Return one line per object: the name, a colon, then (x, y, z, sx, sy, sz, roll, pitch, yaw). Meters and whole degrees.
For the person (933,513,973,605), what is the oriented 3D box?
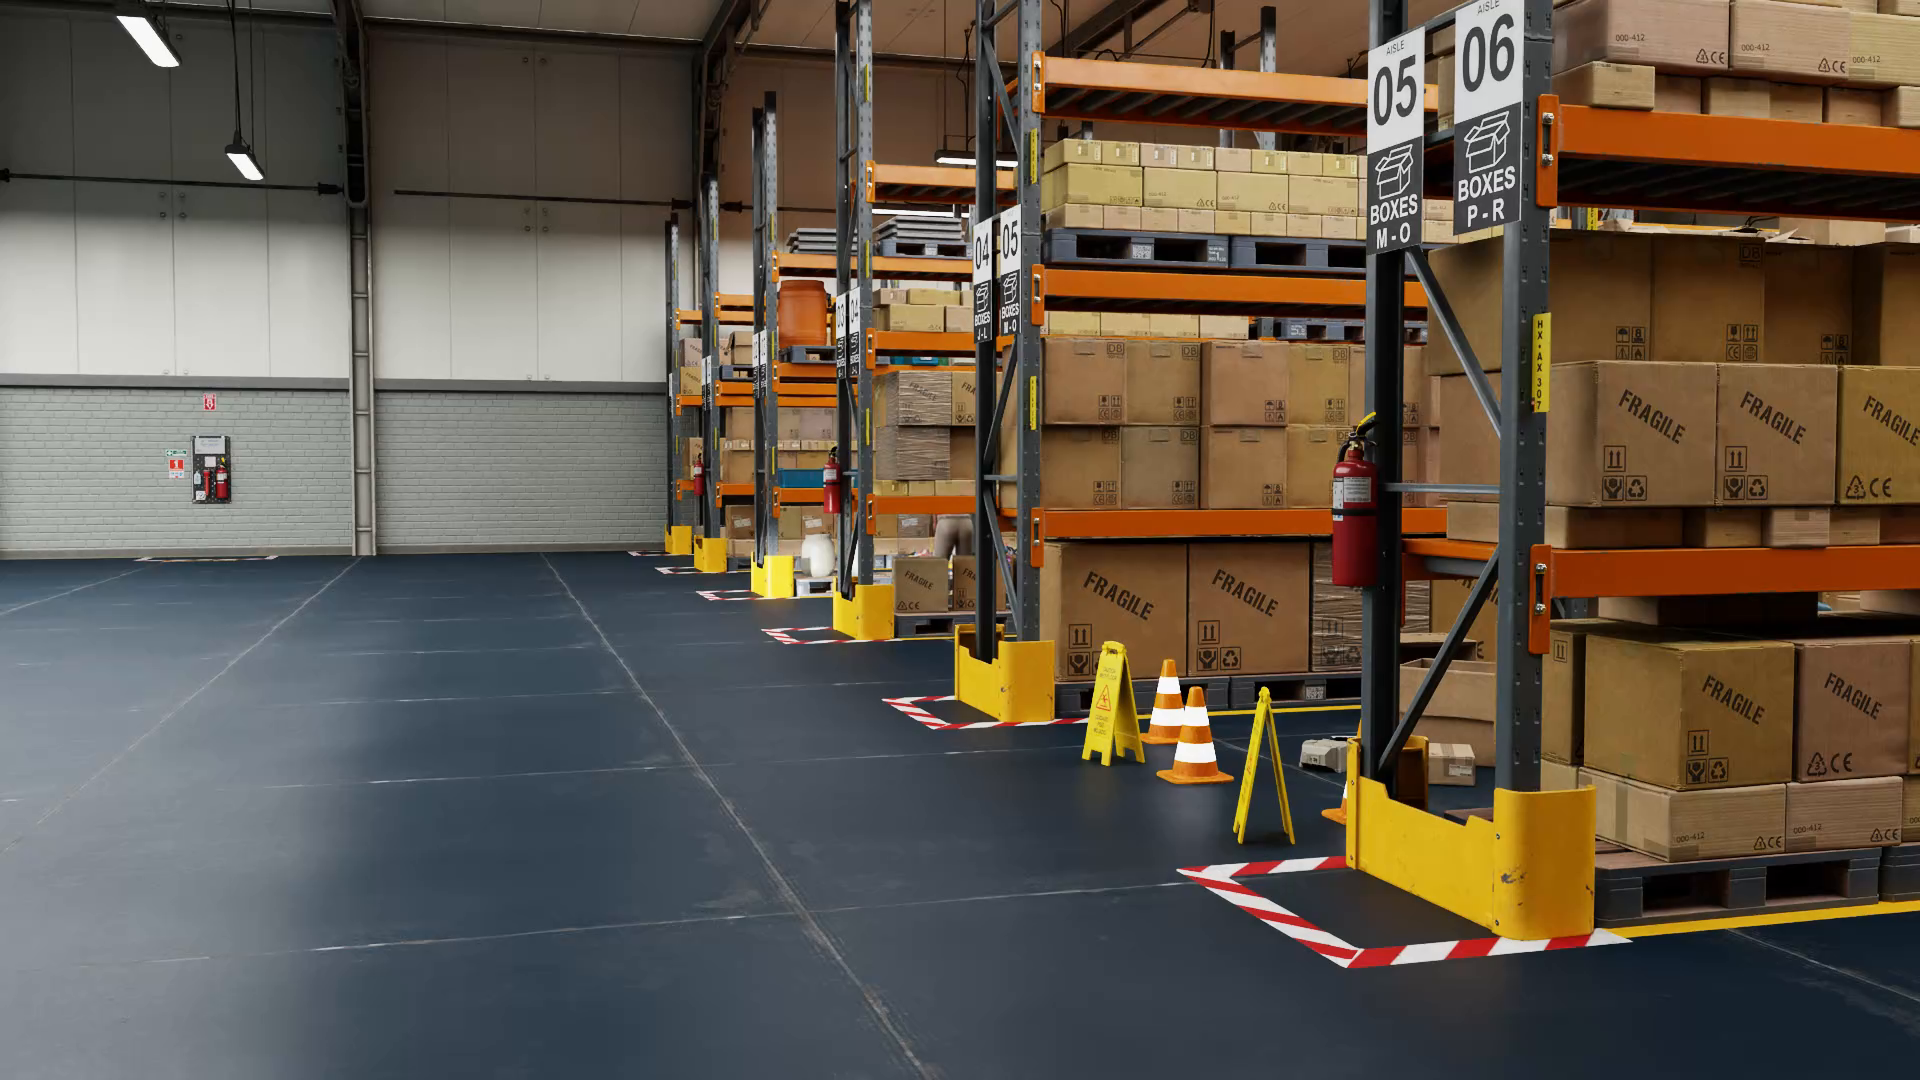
person: (-0.102, -0.094, 18.276, 0.493, 1.712, 0.530, -1, 3, -16)
